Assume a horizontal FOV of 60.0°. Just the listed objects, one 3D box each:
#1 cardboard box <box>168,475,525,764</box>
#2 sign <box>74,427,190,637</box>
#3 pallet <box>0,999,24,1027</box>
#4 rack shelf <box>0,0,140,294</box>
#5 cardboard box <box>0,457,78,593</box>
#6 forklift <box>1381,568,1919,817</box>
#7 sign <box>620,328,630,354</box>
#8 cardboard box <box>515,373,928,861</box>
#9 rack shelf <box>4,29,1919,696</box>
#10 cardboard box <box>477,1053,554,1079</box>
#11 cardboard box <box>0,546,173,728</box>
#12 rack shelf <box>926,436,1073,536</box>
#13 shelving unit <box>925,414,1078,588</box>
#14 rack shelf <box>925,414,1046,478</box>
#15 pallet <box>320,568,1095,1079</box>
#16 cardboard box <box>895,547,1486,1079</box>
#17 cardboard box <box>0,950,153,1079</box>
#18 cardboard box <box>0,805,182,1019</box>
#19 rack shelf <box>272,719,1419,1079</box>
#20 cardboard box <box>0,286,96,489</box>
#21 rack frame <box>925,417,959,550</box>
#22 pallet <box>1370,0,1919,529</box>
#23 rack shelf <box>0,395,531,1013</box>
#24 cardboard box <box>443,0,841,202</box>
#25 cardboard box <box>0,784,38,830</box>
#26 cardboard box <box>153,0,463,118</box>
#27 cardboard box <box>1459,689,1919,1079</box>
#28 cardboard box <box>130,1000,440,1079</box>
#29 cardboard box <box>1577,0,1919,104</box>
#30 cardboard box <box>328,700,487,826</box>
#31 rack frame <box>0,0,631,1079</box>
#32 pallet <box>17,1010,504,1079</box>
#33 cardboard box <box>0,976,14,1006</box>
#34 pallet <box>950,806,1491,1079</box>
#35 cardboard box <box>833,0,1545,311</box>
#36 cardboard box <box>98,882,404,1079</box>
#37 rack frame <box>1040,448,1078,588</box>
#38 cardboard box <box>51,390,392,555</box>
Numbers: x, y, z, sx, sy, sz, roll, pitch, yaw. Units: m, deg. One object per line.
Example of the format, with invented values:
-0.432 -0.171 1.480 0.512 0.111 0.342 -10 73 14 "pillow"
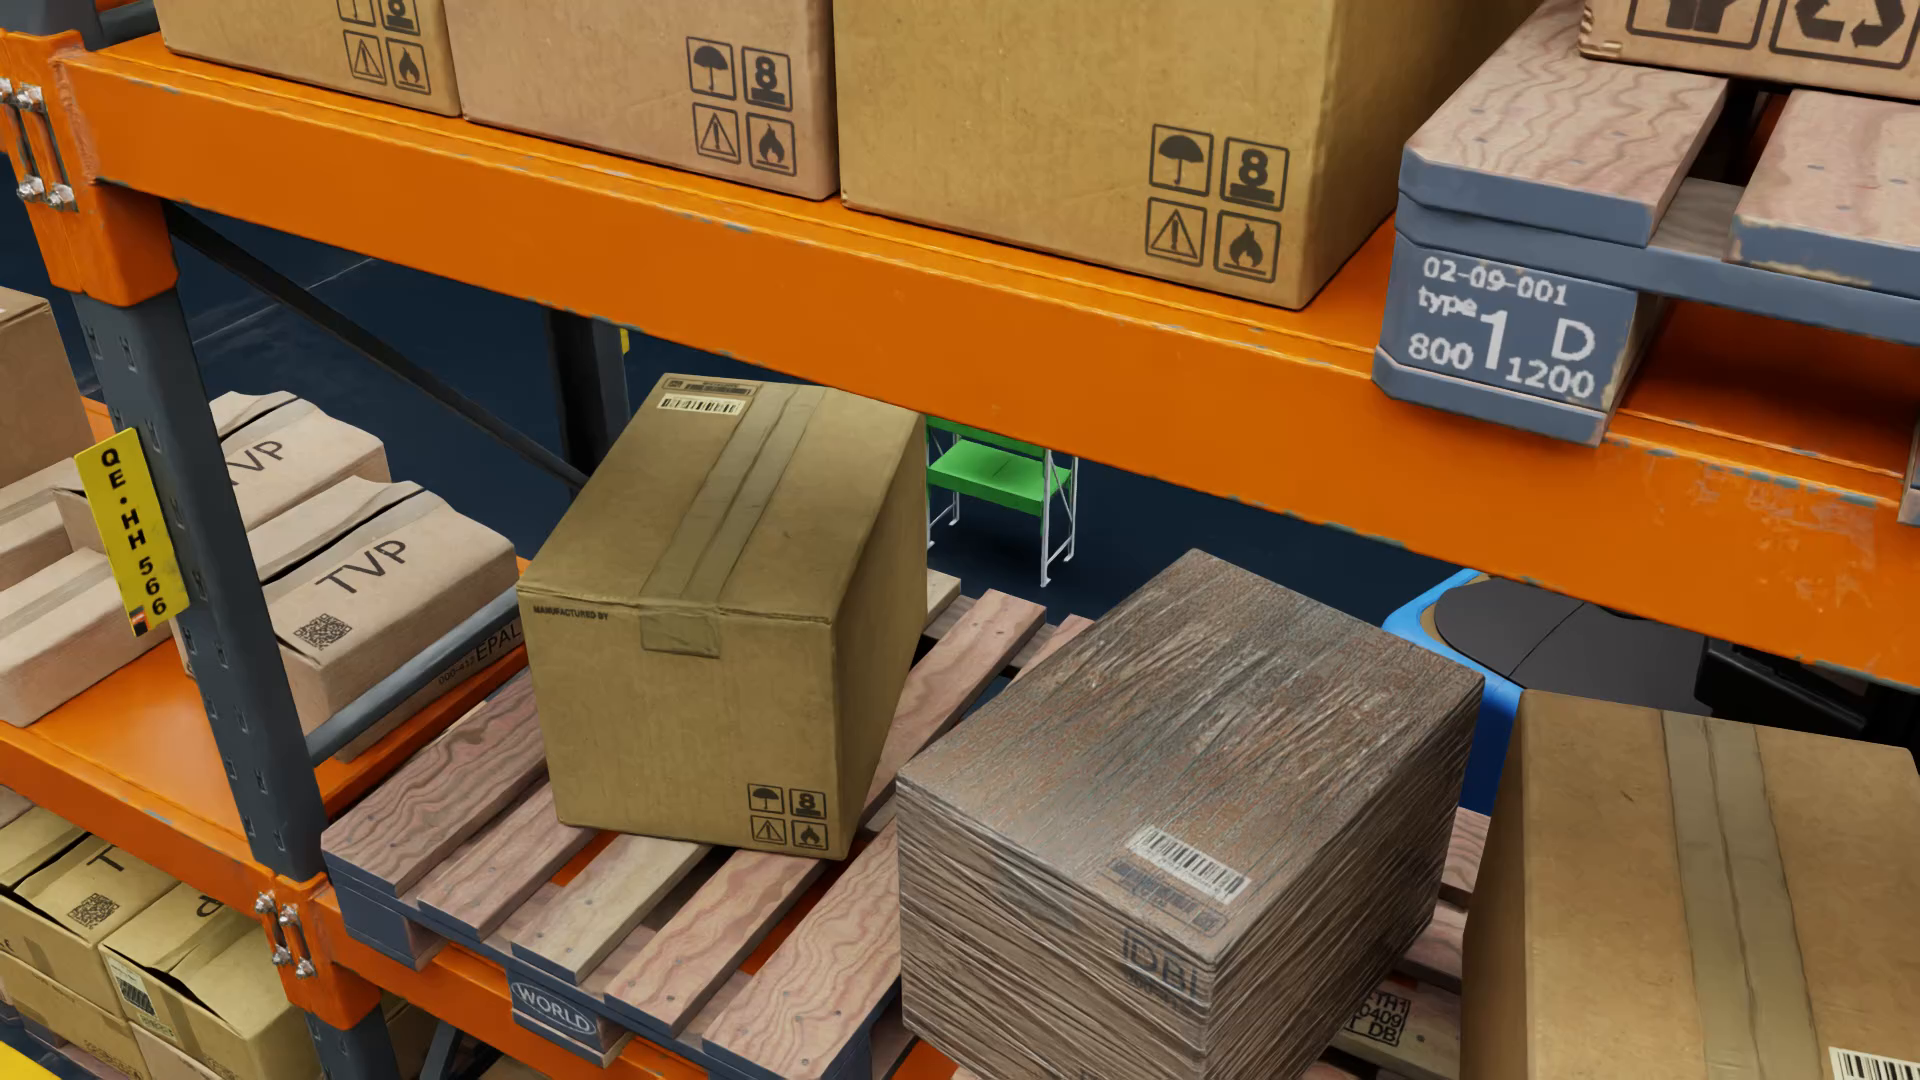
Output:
-1.268 0.122 3.441 0.500 0.311 0.500 20 39 27 "cardboard box"
-1.246 -0.008 2.511 0.005 0.325 0.100 18 37 24 "sign"
-2.724 0.785 4.880 1.213 0.211 1.003 18 37 24 "pallet"
-2.710 -1.293 3.429 4.000 0.370 1.077 18 37 24 "rack shelf"
-2.109 -0.013 3.790 0.250 0.149 0.380 21 39 28 "cardboard box"
2.343 0.317 3.129 1.130 2.935 3.031 -25 41 -32 "forklift"
-0.713 -0.507 3.332 0.005 0.325 0.100 18 37 24 "sign"
-0.371 0.108 2.912 0.500 0.500 0.700 6 34 9 "cardboard box"
0.763 -0.193 1.777 4.000 0.370 1.077 18 37 24 "rack shelf"
-0.720 1.326 3.411 0.500 0.500 0.500 19 38 26 "cardboard box"
-1.892 0.196 3.476 0.250 0.149 0.380 18 37 24 "cardboard box"
0.144 -0.201 6.018 0.480 0.148 0.258 18 37 24 "rack shelf"
0.144 -0.454 5.849 0.503 1.200 0.258 18 37 24 "shelving unit"
0.144 -0.401 5.884 0.480 0.148 0.258 18 37 24 "rack shelf"
-0.350 0.438 3.059 1.003 0.211 1.213 18 37 24 "pallet"
0.328 0.452 2.396 0.500 0.500 0.700 25 41 33 "cardboard box"
-2.001 1.008 4.132 0.500 0.250 0.500 17 37 24 "cardboard box"
-2.005 0.777 3.973 0.500 0.311 0.500 17 37 24 "cardboard box"
0.763 1.055 2.608 4.000 0.370 1.077 18 37 24 "rack shelf"
-2.439 -0.289 3.888 0.500 0.500 0.500 16 37 22 "cardboard box"
-0.068 -0.521 5.950 0.015 1.200 0.240 18 37 24 "rack frame"
1.066 -0.361 1.550 1.003 0.211 1.213 18 37 24 "pallet"
-2.710 -0.045 4.260 4.000 0.370 1.077 18 37 24 "rack shelf"
-0.135 -0.840 2.009 0.500 0.500 0.910 18 37 24 "cardboard box"
-2.442 0.637 4.184 0.500 0.311 0.500 17 37 24 "cardboard box"
-0.578 -0.981 2.220 0.500 0.500 0.910 18 37 24 "cardboard box"
0.935 0.633 2.124 0.500 0.500 0.700 8 35 12 "cardboard box"
-1.552 1.148 3.921 0.500 0.250 0.500 19 38 25 "cardboard box"
0.939 -0.740 1.390 0.600 0.600 0.600 16 37 23 "cardboard box"
-1.283 0.657 4.154 0.500 0.311 0.500 19 38 26 "cardboard box"
-0.974 0.206 3.235 0.127 3.000 1.000 18 37 24 "rack frame"
-1.669 1.121 4.376 1.213 0.211 1.003 18 37 24 "pallet"
-2.436 0.868 4.342 0.500 0.250 0.500 18 38 25 "cardboard box"
0.717 0.818 2.488 1.213 0.211 1.003 18 37 24 "pallet"
0.316 -0.697 1.794 0.500 0.500 0.910 18 37 24 "cardboard box"
-1.551 0.916 3.763 0.500 0.311 0.500 19 38 26 "cardboard box"
0.356 -0.387 5.748 0.015 1.200 0.240 18 37 24 "rack frame"
-1.654 -0.096 3.769 0.500 0.311 0.500 17 37 24 "cardboard box"
